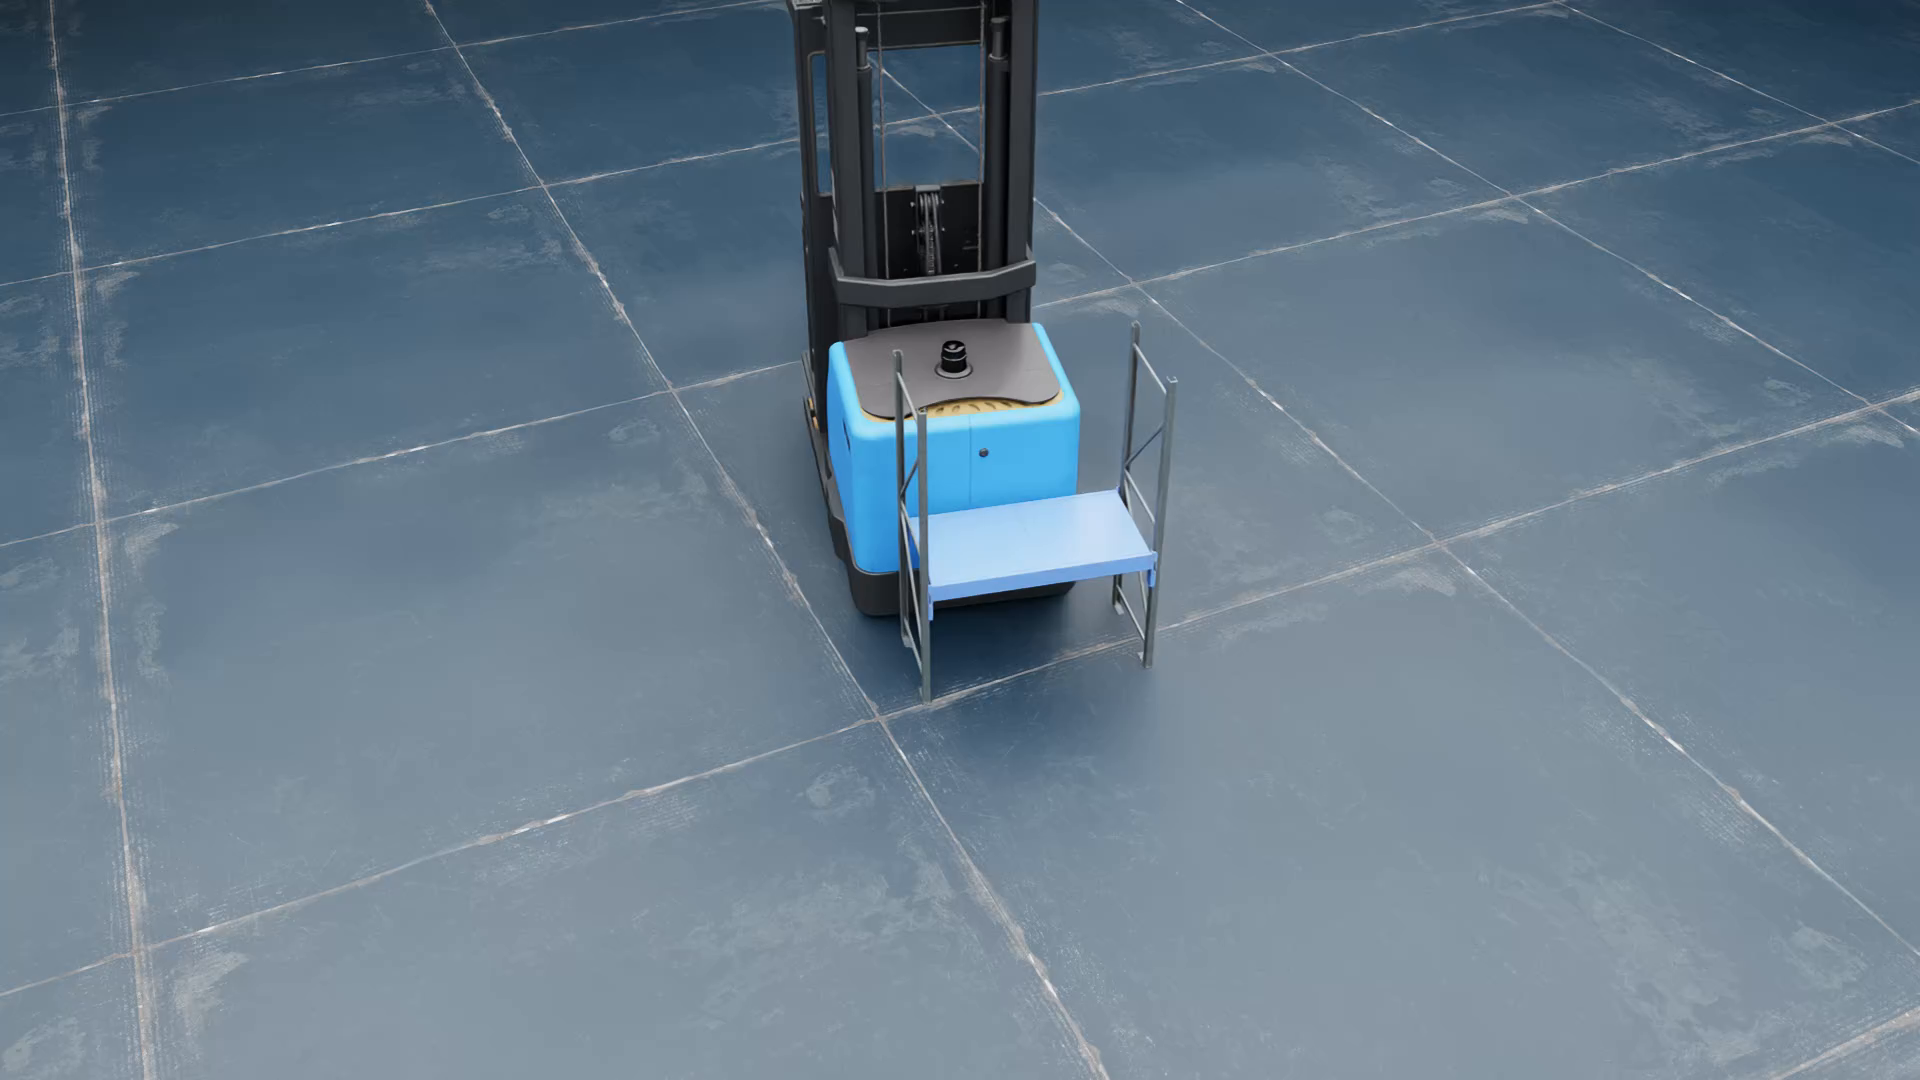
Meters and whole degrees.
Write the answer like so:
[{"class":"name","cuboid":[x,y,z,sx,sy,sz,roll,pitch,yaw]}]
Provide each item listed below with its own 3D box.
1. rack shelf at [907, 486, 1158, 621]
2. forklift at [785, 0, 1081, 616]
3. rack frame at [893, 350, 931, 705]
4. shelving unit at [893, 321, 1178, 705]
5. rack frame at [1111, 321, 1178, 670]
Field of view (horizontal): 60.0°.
[{"class":"rack shelf","cuboid":[0.294,0.047,7.229,1.000,0.185,0.538,-8,37,-11]},{"class":"forklift","cuboid":[-0.240,-1.704,8.086,1.130,2.935,3.031,-7,37,-9]},{"class":"rack frame","cuboid":[-0.200,-0.027,7.027,0.032,1.500,0.500,-8,37,-11]},{"class":"shelving unit","cuboid":[0.294,-0.097,7.122,1.048,1.500,0.538,-8,37,-11]},{"class":"rack frame","cuboid":[0.789,-0.167,7.216,0.032,1.500,0.500,-8,37,-11]}]
